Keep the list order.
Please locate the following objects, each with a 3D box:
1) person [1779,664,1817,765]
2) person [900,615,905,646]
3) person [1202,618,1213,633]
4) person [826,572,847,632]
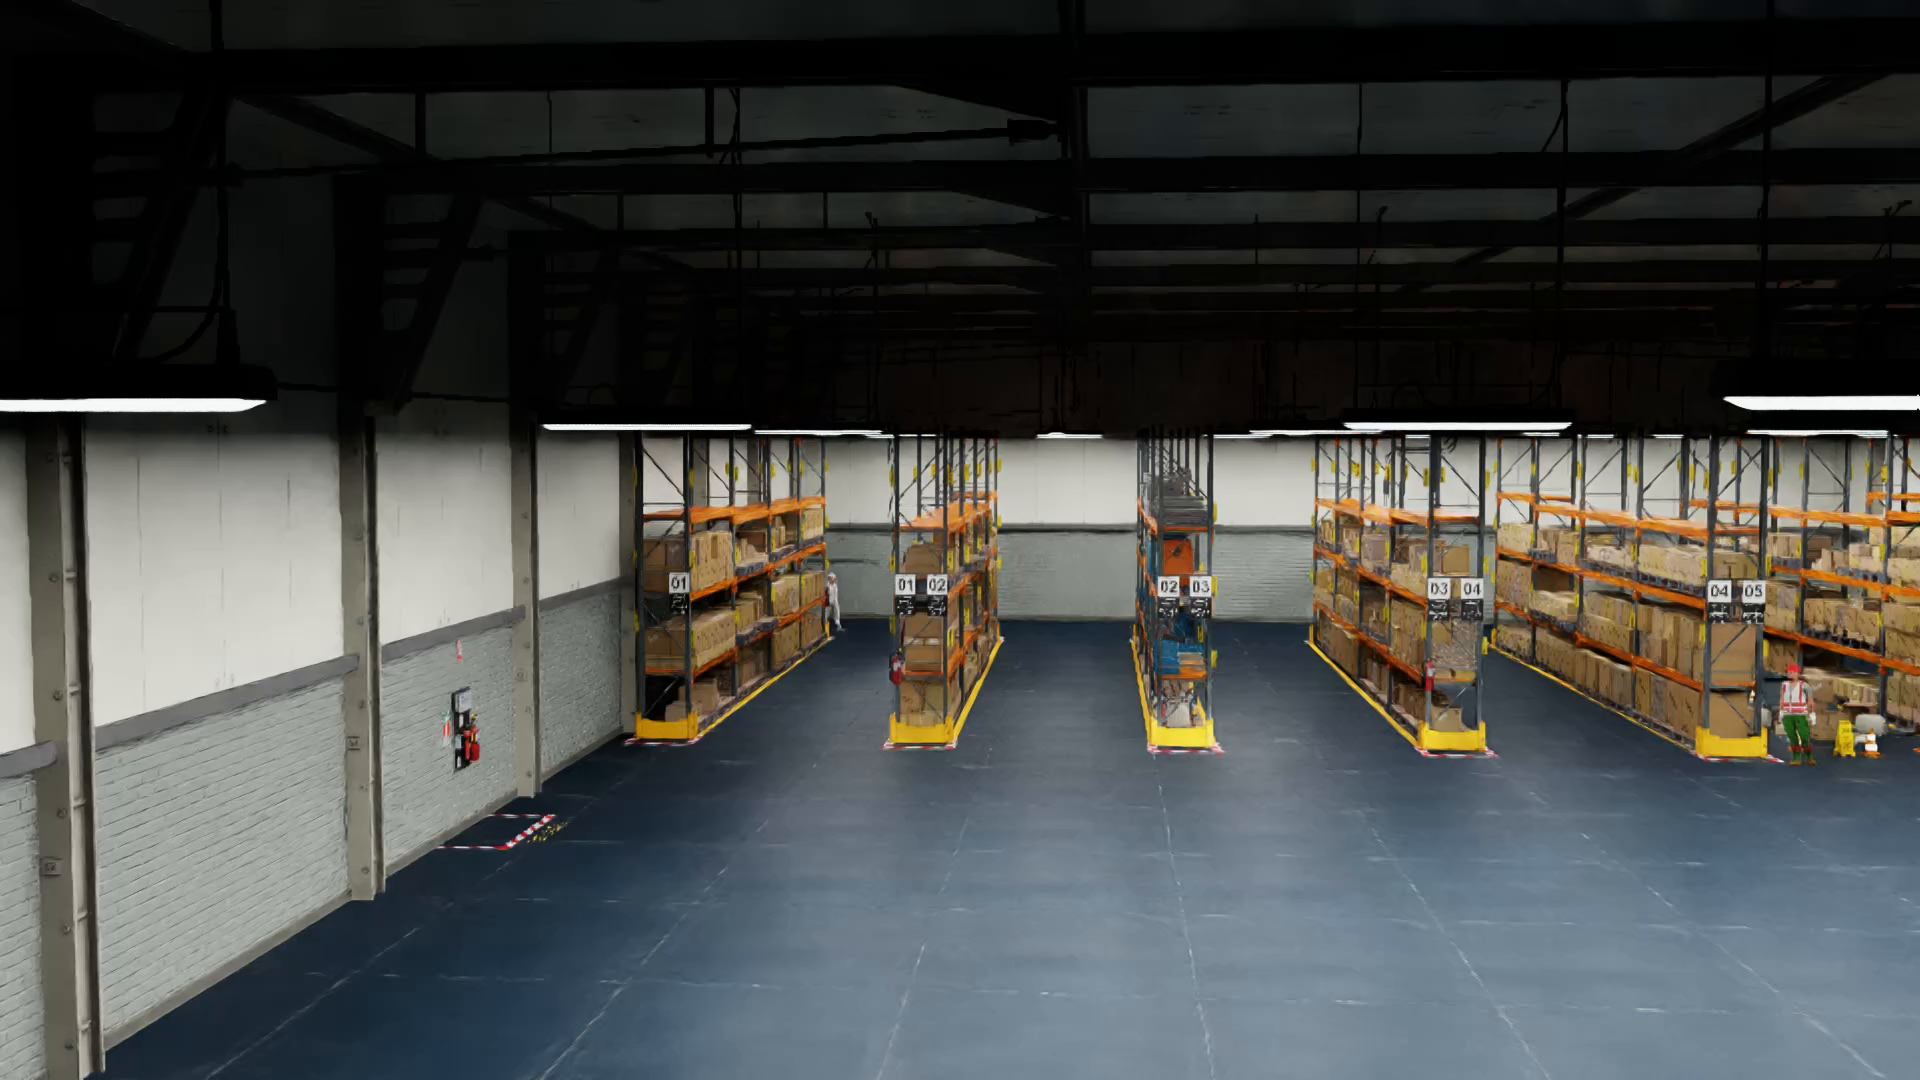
[{"bbox_3d":[14.772,3.072,29.295,0.435,1.780,0.637,-3,5,-41],"label":"person"},{"bbox_3d":[-1.490,2.161,45.944,0.598,1.618,0.507,0,3,3],"label":"person"},{"bbox_3d":[7.070,1.932,49.035,0.554,1.668,0.682,3,5,43],"label":"person"},{"bbox_3d":[-3.792,1.850,49.439,0.566,1.776,0.722,3,5,44],"label":"person"}]
